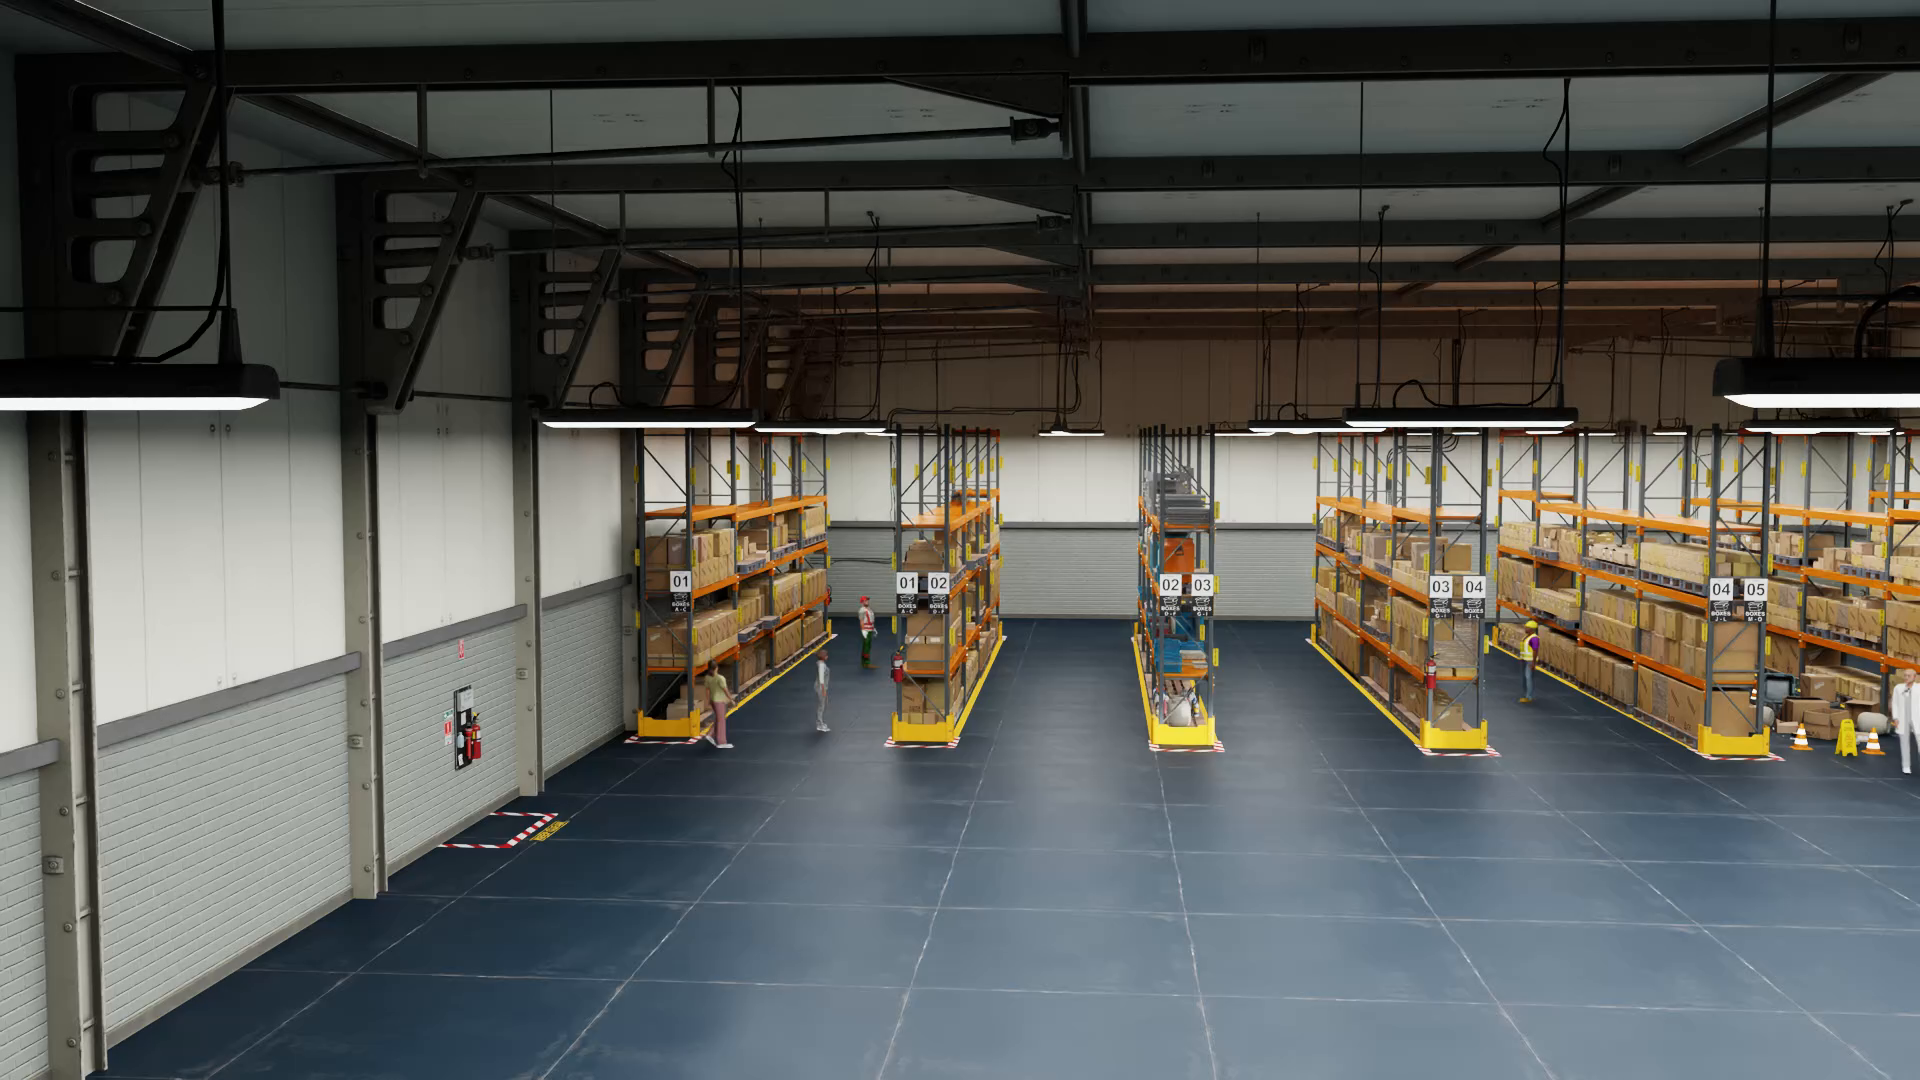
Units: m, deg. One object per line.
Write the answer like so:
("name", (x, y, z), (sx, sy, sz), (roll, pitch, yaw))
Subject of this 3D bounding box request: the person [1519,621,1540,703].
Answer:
("person", (12.325, 2.644, 36.203), (0.593, 1.764, 0.571), (-1, 4, -21))

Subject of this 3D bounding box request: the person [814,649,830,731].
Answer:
("person", (-2.713, 2.984, 32.677), (0.332, 1.627, 0.500), (0, 3, -4))

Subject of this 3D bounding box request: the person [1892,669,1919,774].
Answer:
("person", (16.260, 3.115, 28.405), (0.474, 1.785, 0.688), (-3, 5, -43))

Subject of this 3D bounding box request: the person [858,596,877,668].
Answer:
("person", (-2.290, 2.302, 41.660), (0.483, 1.783, 0.595), (1, 4, 12))

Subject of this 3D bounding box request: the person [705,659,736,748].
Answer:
("person", (-4.458, 3.025, 30.762), (0.517, 1.666, 0.512), (-2, 4, -35))
